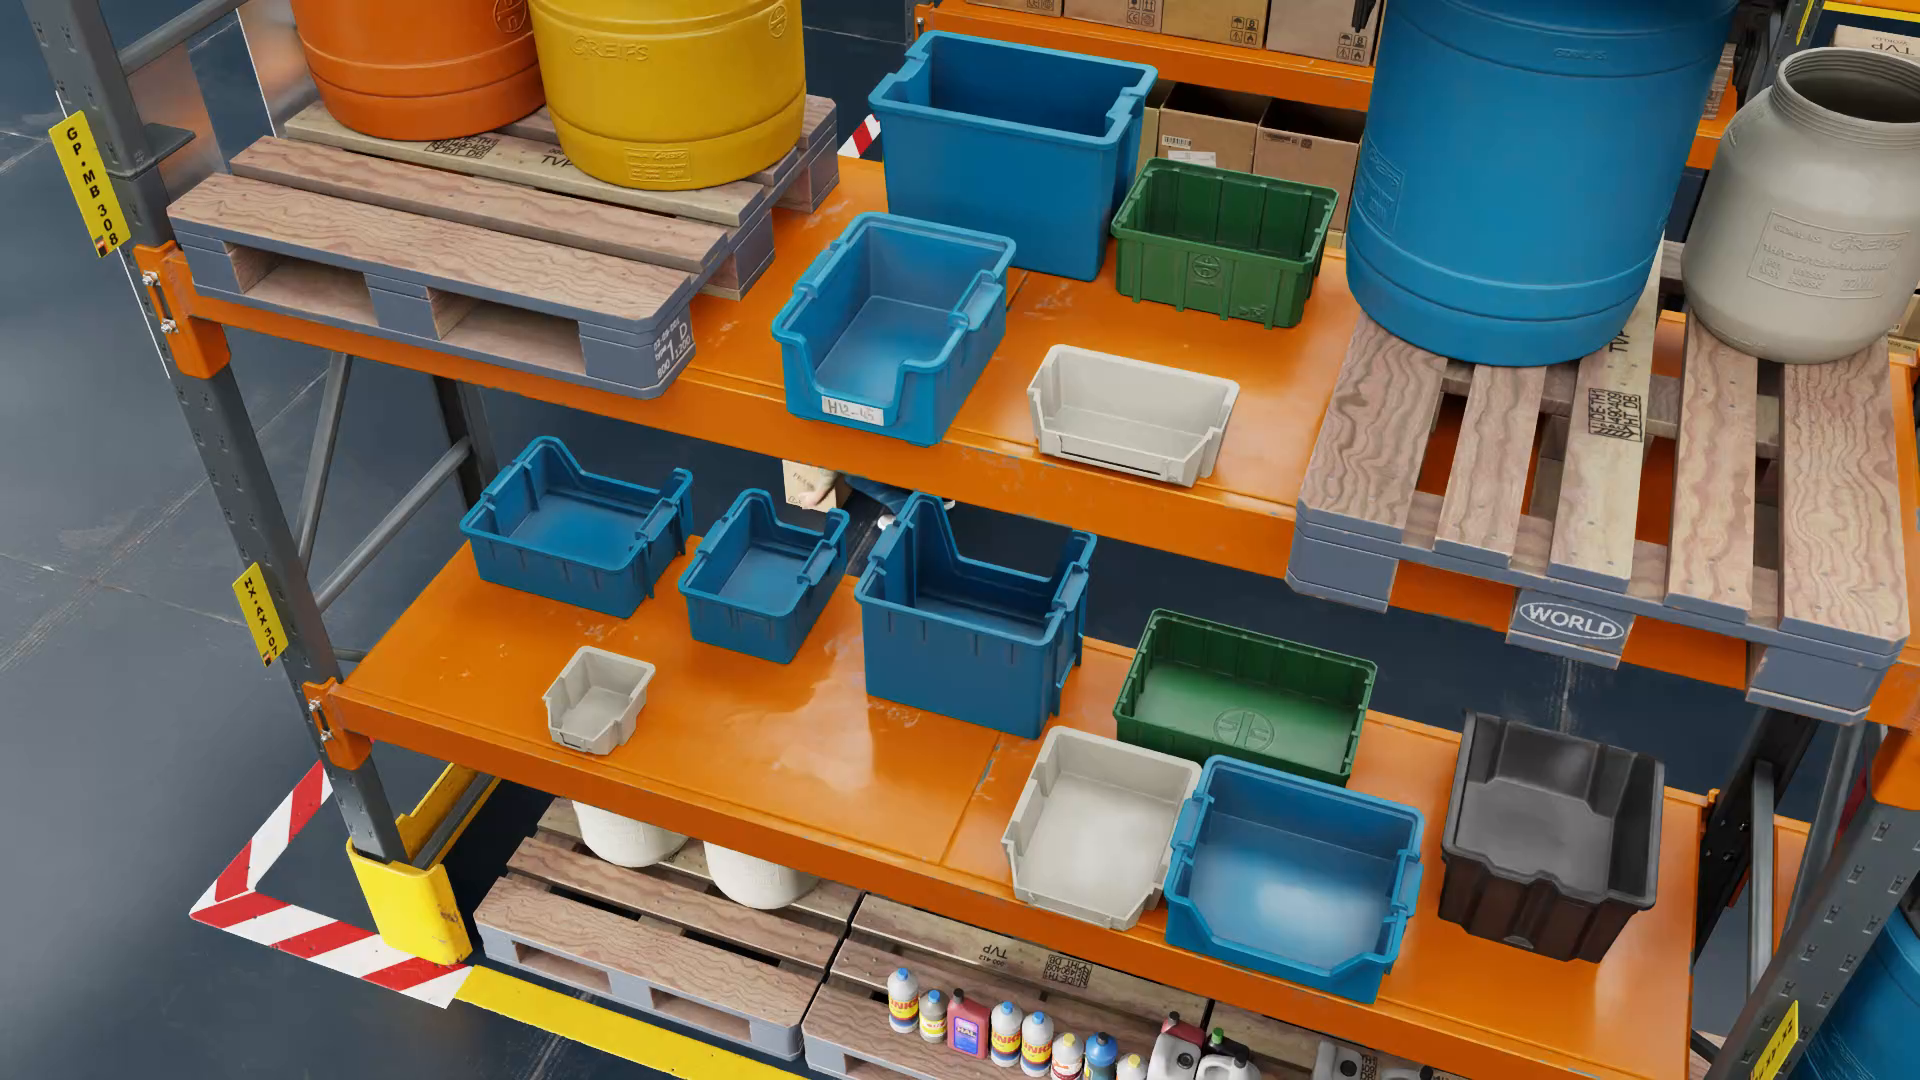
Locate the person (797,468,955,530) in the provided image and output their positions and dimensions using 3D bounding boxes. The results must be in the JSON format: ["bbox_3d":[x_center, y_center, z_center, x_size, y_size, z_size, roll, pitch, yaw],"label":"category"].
[{"bbox_3d":[-0.312,-0.415,7.254,0.806,0.767,0.436,14,44,15],"label":"person"}]
